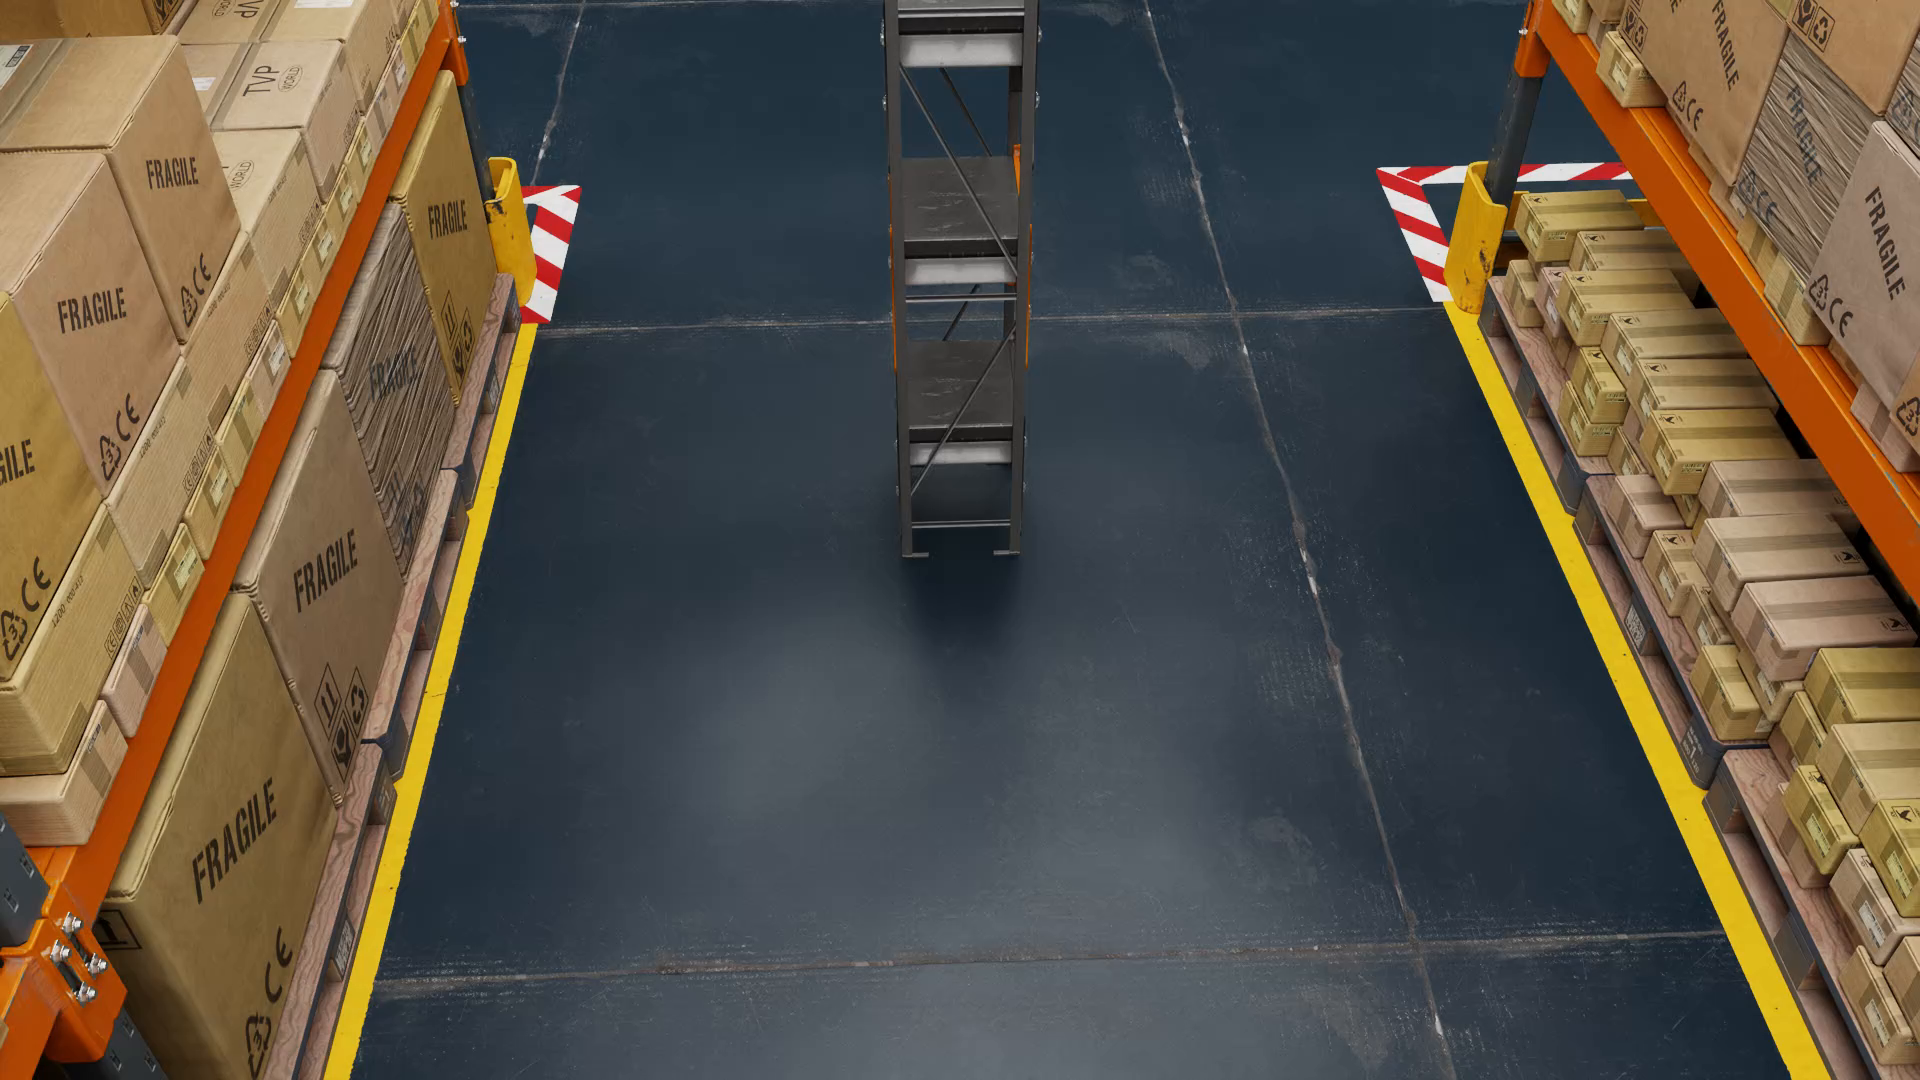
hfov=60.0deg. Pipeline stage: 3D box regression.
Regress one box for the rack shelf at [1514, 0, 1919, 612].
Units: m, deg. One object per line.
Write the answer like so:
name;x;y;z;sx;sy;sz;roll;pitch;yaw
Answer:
rack shelf;2.691;-0.589;4.705;1.077;0.370;4.000;-2;43;-2

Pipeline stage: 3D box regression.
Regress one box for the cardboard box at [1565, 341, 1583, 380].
cardboard box;2.419;-0.603;5.987;0.380;0.149;0.250;-1;43;-1

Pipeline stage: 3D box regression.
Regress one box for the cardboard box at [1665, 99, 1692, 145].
cardboard box;2.450;-1.358;5.198;0.380;0.149;0.250;0;43;0

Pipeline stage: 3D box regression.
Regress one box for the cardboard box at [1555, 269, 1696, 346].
cardboard box;2.303;-0.807;5.770;0.380;0.149;0.250;-2;43;-2

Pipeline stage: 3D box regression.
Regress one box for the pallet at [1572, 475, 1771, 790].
pallet;2.657;0.246;5.325;1.003;0.211;1.213;-2;43;-2

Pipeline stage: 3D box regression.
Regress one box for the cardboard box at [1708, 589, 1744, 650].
cardboard box;2.458;0.192;4.900;0.380;0.149;0.250;-4;43;-4

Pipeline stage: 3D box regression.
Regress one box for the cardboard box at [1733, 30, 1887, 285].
cardboard box;2.433;-1.004;4.331;0.500;0.500;0.500;-3;43;-3

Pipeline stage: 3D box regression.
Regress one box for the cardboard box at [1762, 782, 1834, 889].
cardboard box;2.416;0.783;4.475;0.380;0.149;0.250;-3;43;-3

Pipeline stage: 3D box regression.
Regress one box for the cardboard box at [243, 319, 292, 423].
cardboard box;-1.920;-0.421;4.175;0.380;0.149;0.250;-1;43;-1

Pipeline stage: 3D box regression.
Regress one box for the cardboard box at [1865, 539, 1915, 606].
cardboard box;2.899;0.047;4.838;0.380;0.149;0.250;-3;43;-4

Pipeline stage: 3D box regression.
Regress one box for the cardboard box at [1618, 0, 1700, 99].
cardboard box;2.397;-1.679;5.068;0.500;0.500;0.500;-2;43;-2

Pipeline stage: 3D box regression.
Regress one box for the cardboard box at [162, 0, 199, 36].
cardboard box;-2.575;-1.502;5.059;0.500;0.250;0.500;-2;43;-2

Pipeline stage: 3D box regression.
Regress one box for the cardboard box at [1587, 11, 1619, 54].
cardboard box;2.344;-1.713;5.584;0.380;0.149;0.250;0;43;0

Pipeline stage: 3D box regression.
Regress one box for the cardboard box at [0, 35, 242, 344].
cardboard box;-1.989;-0.775;3.711;0.500;0.500;0.500;-3;43;-3

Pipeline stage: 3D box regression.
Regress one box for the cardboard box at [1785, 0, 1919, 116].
cardboard box;2.413;-1.372;3.993;0.500;0.500;0.500;-3;43;-3

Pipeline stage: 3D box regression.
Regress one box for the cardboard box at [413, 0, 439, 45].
cardboard box;-2.010;-1.806;5.687;0.380;0.149;0.250;-1;43;-1

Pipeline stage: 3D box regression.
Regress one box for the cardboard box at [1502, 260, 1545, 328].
cardboard box;2.308;-0.945;6.360;0.380;0.149;0.250;-1;43;-1

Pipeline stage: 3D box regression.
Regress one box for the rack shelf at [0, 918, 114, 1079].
rack shelf;-2.099;2.186;1.678;1.077;0.370;4.000;-2;43;-2

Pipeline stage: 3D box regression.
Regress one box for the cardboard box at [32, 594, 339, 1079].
cardboard box;-2.132;0.751;3.972;0.875;0.875;0.875;-2;43;-2

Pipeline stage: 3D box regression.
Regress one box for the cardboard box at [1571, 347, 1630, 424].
cardboard box;2.328;-0.531;5.688;0.380;0.149;0.250;0;43;0

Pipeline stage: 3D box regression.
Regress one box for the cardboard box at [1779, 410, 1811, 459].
cardboard box;2.972;-0.369;5.512;0.380;0.149;0.250;-1;43;-1

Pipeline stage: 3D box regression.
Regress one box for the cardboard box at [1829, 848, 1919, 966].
cardboard box;2.421;0.897;4.130;0.380;0.149;0.250;-4;43;-4

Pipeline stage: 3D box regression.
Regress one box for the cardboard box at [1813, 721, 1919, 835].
cardboard box;2.432;0.601;4.233;0.380;0.149;0.250;-2;43;-2

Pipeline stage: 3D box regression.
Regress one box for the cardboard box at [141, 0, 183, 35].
cardboard box;-2.582;-1.791;4.820;0.500;0.500;0.500;-3;43;-3

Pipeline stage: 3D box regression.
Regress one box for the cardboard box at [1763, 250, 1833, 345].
cardboard box;2.392;-0.650;4.426;0.380;0.149;0.250;-1;43;-1

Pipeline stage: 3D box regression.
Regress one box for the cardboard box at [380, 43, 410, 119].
cardboard box;-1.987;-1.460;5.309;0.380;0.149;0.250;-2;43;-2

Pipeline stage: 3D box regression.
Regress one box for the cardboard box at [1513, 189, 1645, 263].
cardboard box;2.289;-1.164;6.158;0.380;0.149;0.250;-3;43;-4

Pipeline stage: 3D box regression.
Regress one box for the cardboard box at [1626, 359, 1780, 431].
cardboard box;2.399;-0.455;5.385;0.380;0.149;0.250;0;43;0

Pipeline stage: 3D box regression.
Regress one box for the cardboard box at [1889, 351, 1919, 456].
cardboard box;2.452;-0.319;3.584;0.500;0.500;0.500;-3;43;-3

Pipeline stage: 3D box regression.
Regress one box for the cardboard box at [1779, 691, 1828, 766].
cardboard box;2.479;0.545;4.515;0.380;0.149;0.250;-1;43;-1

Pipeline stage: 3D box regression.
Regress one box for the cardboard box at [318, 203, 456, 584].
cardboard box;-2.208;-0.457;5.291;0.875;0.875;0.875;-2;43;-2

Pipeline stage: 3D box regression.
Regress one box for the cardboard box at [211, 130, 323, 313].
cardboard box;-1.999;-0.827;4.323;0.500;0.250;0.500;-2;43;-2

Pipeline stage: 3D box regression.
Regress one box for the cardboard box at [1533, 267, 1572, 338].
cardboard box;2.327;-0.870;6.058;0.380;0.149;0.250;-2;43;-2

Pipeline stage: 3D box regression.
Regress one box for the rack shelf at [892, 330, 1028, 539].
rack shelf;-0.007;-0.360;5.645;0.431;0.518;0.480;-2;43;-2

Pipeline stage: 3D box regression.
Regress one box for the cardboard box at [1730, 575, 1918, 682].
cardboard box;2.396;0.244;4.623;0.380;0.149;0.250;-4;43;-4

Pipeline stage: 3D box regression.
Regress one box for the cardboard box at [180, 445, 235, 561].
cardboard box;-1.900;-0.079;3.802;0.380;0.149;0.250;-3;43;-3

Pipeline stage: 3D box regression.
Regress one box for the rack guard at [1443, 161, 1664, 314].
rack guard;2.609;-1.231;6.723;1.175;0.500;0.348;-2;43;-2

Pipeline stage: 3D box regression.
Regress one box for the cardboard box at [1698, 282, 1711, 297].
cardboard box;2.835;-1.006;5.986;0.380;0.149;0.250;-1;43;-1

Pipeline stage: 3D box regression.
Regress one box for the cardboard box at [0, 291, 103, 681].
cardboard box;-1.949;-0.091;2.965;0.500;0.500;0.500;-2;43;-2

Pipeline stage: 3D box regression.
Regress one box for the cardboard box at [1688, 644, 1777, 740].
cardboard box;2.375;0.439;4.850;0.380;0.149;0.250;-2;43;-2

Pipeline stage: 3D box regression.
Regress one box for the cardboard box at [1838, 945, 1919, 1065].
cardboard box;2.419;1.138;4.088;0.380;0.149;0.250;-1;43;-1

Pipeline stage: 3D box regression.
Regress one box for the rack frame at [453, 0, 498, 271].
rack frame;-2.354;-2.130;5.854;1.000;3.000;0.127;-2;43;-2

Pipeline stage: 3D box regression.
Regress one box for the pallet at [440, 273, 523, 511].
pallet;-2.242;-0.564;6.209;1.003;0.211;1.213;-2;43;-2

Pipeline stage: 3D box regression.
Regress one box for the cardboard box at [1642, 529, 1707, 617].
cardboard box;2.387;0.099;5.221;0.380;0.149;0.250;-2;43;-2

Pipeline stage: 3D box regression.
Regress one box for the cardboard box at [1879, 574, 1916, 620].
cardboard box;2.989;0.156;4.938;0.380;0.149;0.250;-2;43;-2

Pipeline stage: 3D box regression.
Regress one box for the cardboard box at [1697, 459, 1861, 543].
cardboard box;2.471;-0.109;5.008;0.380;0.149;0.250;-2;43;-2

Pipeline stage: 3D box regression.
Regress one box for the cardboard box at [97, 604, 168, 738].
cardboard box;-1.875;0.277;3.414;0.380;0.149;0.250;-3;43;-3

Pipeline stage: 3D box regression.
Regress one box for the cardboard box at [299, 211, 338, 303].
cardboard box;-1.945;-0.774;4.561;0.380;0.149;0.250;-1;43;-1

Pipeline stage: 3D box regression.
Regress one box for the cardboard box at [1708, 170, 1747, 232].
cardboard box;2.419;-1.007;4.815;0.380;0.149;0.250;-2;43;-3

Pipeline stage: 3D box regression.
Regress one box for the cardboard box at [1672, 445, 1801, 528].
cardboard box;2.487;-0.173;5.297;0.380;0.149;0.250;0;43;0

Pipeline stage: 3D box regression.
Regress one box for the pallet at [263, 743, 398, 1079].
pallet;-2.138;1.083;4.412;1.003;0.211;1.213;-2;43;-2

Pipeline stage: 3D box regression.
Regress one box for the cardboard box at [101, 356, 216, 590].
cardboard box;-1.958;-0.144;3.578;0.500;0.250;0.500;-2;43;-2

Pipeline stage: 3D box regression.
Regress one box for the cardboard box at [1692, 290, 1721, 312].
cardboard box;2.871;-0.891;6.081;0.380;0.149;0.250;-3;43;-3

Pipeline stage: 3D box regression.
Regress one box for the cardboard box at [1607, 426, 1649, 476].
cardboard box;2.426;-0.258;5.611;0.380;0.149;0.250;-2;43;-2

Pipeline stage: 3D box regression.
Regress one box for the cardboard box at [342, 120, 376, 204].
cardboard box;-1.965;-1.117;4.934;0.380;0.149;0.250;-3;43;-3

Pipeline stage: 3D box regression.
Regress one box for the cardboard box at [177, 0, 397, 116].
cardboard box;-2.047;-1.522;5.082;0.500;0.250;0.500;-2;43;-3

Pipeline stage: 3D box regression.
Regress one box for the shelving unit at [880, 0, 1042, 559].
shelving unit;-0.007;-0.886;5.162;0.431;2.100;0.503;-2;43;-2

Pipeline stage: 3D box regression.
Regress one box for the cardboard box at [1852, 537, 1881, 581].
cardboard box;2.898;0.088;5.233;0.380;0.149;0.250;-1;43;-1

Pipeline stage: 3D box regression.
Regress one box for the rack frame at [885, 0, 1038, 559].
rack frame;0.003;-0.721;4.983;0.400;2.100;0.015;-2;43;-2

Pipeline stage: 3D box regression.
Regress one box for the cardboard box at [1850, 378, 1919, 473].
cardboard box;2.431;-0.307;4.051;0.380;0.149;0.250;-3;43;-4
